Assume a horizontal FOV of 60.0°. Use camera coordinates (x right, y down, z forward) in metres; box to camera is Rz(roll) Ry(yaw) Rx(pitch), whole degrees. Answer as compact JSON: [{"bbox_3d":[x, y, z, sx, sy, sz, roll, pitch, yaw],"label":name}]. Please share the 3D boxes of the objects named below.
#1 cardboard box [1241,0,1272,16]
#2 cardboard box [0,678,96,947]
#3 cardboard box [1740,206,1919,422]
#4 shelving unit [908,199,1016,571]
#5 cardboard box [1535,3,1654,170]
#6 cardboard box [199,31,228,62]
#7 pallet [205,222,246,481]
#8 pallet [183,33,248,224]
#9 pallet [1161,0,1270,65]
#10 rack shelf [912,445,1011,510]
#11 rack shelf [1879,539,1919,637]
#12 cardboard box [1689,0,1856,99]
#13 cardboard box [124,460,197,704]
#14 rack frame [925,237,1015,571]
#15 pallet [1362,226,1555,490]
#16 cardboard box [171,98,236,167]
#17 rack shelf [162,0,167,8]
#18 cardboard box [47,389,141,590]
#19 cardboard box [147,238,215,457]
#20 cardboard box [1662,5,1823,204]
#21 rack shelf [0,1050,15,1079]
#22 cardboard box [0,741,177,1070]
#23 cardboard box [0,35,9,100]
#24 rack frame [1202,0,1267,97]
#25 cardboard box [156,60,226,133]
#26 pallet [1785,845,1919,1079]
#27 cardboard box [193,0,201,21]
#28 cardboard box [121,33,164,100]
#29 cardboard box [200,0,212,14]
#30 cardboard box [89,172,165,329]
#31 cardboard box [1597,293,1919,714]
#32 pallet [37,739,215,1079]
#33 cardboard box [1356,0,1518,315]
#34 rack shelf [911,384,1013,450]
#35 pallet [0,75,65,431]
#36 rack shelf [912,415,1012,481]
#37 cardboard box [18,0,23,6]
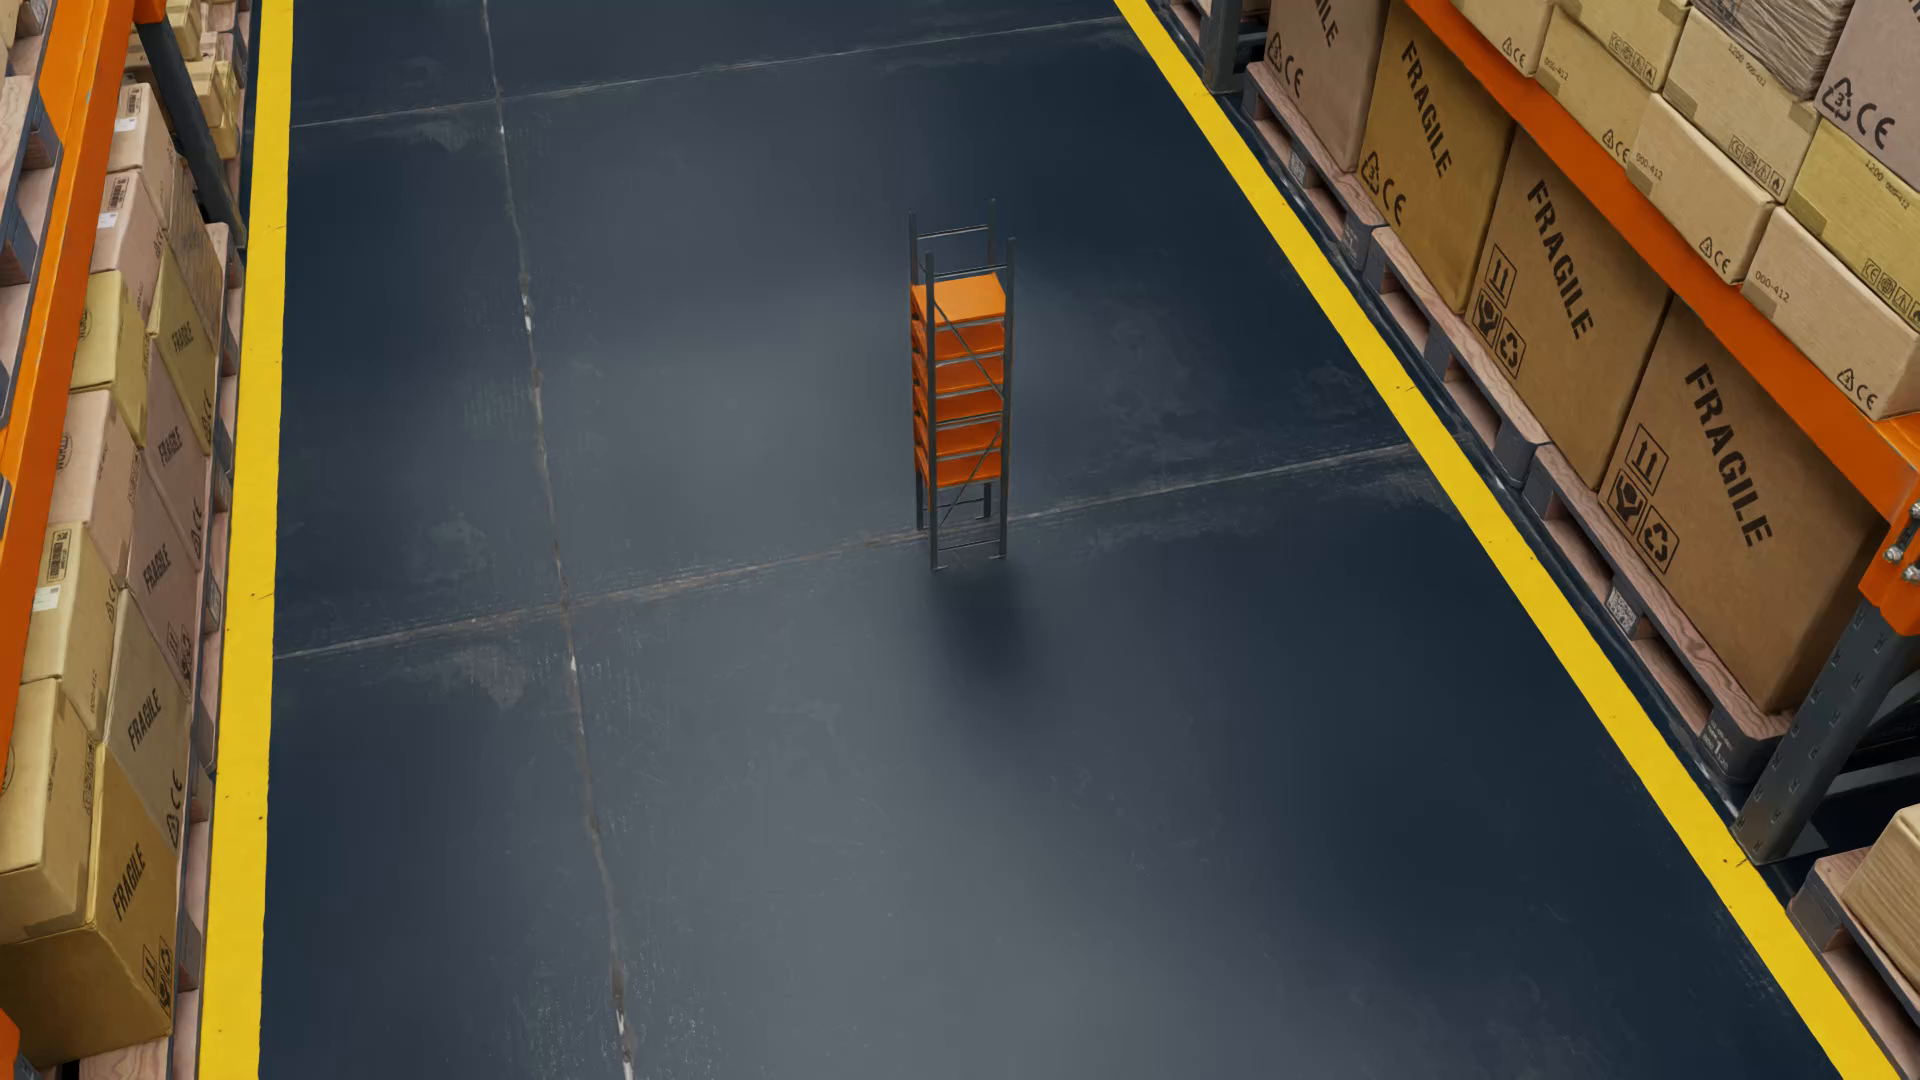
[{"bbox_3d":[1.487,-2.780,7.374,0.875,0.438,0.875,-11,47,-11],"label":"cardboard box"},{"bbox_3d":[-2.134,0.605,3.488,0.500,0.250,0.500,-13,47,-12],"label":"cardboard box"},{"bbox_3d":[2.188,-0.565,3.808,0.500,0.250,0.500,-12,47,-12],"label":"cardboard box"},{"bbox_3d":[0.004,-0.410,4.812,0.258,1.200,0.189,-11,47,-10],"label":"shelving unit"},{"bbox_3d":[1.928,-1.265,4.494,0.500,0.250,0.500,-11,47,-11],"label":"cardboard box"},{"bbox_3d":[-3.180,-1.907,6.721,0.380,0.149,0.250,-11,47,-11],"label":"cardboard box"},{"bbox_3d":[-3.014,-0.589,5.679,1.003,0.211,1.213,-11,47,-10],"label":"pallet"},{"bbox_3d":[-3.421,-1.583,6.654,1.003,0.211,1.213,-11,47,-10],"label":"pallet"},{"bbox_3d":[1.425,-2.640,7.690,1.003,0.211,1.213,-11,47,-10],"label":"pallet"},{"bbox_3d":[0.004,-0.211,5.015,0.258,0.103,0.180,-11,47,-10],"label":"rack shelf"},{"bbox_3d":[3.080,1.317,2.363,1.077,0.370,4.000,-11,47,-10],"label":"rack shelf"},{"bbox_3d":[2.044,-1.362,3.715,0.500,0.500,0.500,-10,46,-10],"label":"cardboard box"},{"bbox_3d":[-2.394,0.152,4.457,0.500,0.500,0.500,-12,47,-11],"label":"cardboard box"},{"bbox_3d":[0.027,-0.347,4.750,0.240,1.200,0.006,-11,47,-10],"label":"rack frame"},{"bbox_3d":[2.130,-0.738,5.826,1.003,0.211,1.213,-11,47,-10],"label":"pallet"},{"bbox_3d":[-2.998,-1.561,6.382,0.380,0.149,0.250,-13,47,-12],"label":"cardboard box"},{"bbox_3d":[-3.727,-3.231,6.820,1.077,0.370,4.000,-11,47,-10],"label":"rack shelf"},{"bbox_3d":[-2.378,-0.090,4.169,0.500,0.250,0.500,-10,46,-10],"label":"cardboard box"},{"bbox_3d":[-2.651,-0.555,5.150,0.500,0.500,0.500,-12,47,-11],"label":"cardboard box"},{"bbox_3d":[2.064,-1.079,3.962,0.500,0.250,0.500,-12,47,-11],"label":"cardboard box"},{"bbox_3d":[-1.679,2.292,1.407,1.077,0.370,4.000,-11,47,-10],"label":"rack shelf"},{"bbox_3d":[-2.126,0.852,3.771,0.500,0.500,0.500,-13,47,-12],"label":"cardboard box"},{"bbox_3d":[-2.653,-1.207,4.215,0.380,0.149,0.250,-13,47,-12],"label":"cardboard box"},{"bbox_3d":[1.544,-3.077,6.165,1.000,3.000,0.127,-11,47,-10],"label":"rack frame"},{"bbox_3d":[-2.999,-1.664,6.275,0.380,0.149,0.250,-9,46,-8],"label":"cardboard box"},{"bbox_3d":[2.767,1.200,3.926,1.003,0.211,1.213,-11,47,-10],"label":"pallet"},{"bbox_3d":[-3.314,-2.171,6.771,0.380,0.149,0.250,-13,47,-12],"label":"cardboard box"},{"bbox_3d":[-3.103,-1.735,6.136,0.380,0.149,0.250,-9,46,-9],"label":"cardboard box"},{"bbox_3d":[-3.396,-2.253,7.060,0.380,0.149,0.250,-13,47,-12],"label":"cardboard box"},{"bbox_3d":[-2.661,-0.811,4.876,0.500,0.250,0.500,-9,46,-8],"label":"cardboard box"},{"bbox_3d":[2.471,-0.211,4.550,0.875,0.875,0.875,-11,47,-11],"label":"cardboard box"},{"bbox_3d":[-2.390,1.096,4.028,1.003,0.211,1.213,-11,47,-10],"label":"pallet"},{"bbox_3d":[2.019,-1.445,5.759,0.875,0.875,0.875,-9,46,-9],"label":"cardboard box"},{"bbox_3d":[0.004,-0.379,4.843,0.258,0.103,0.180,-11,47,-10],"label":"rack shelf"},{"bbox_3d":[-2.738,-0.633,3.904,1.003,0.211,1.213,-11,47,-10],"label":"pallet"},{"bbox_3d":[0.004,-0.295,4.929,0.258,0.103,0.180,-11,47,-10],"label":"rack shelf"},{"bbox_3d":[-2.793,-1.572,4.572,0.380,0.149,0.250,-11,47,-10],"label":"cardboard box"}]
